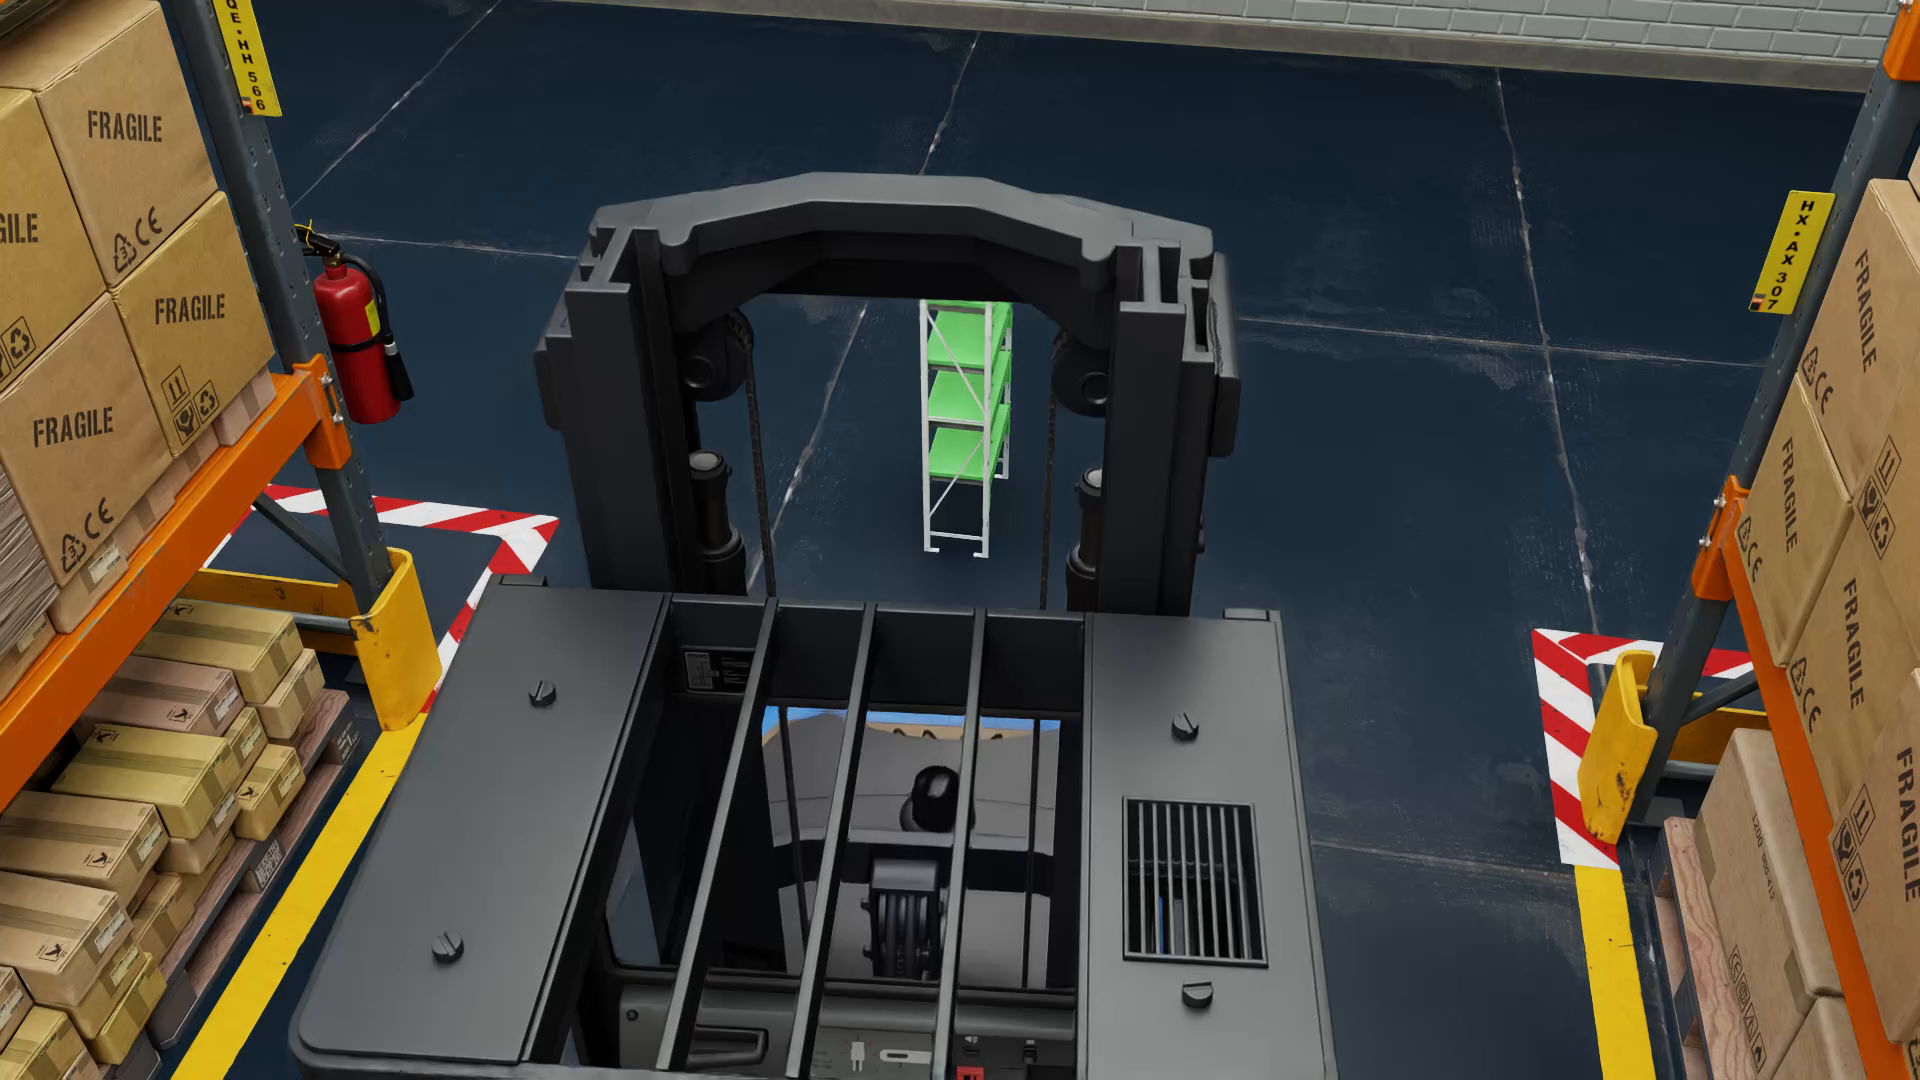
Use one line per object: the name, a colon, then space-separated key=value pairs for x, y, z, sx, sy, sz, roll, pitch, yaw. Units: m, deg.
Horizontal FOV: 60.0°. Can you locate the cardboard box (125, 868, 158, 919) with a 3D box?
cardboard box: x=-2.403 y=0.930 z=4.446 sx=0.380 sy=0.149 sz=0.250 roll=6 pitch=40 yaw=7

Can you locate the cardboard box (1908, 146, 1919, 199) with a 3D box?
cardboard box: x=2.202 y=-0.738 z=3.416 sx=0.380 sy=0.149 sz=0.250 roll=7 pitch=40 yaw=9

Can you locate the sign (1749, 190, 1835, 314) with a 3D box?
sign: x=1.990 y=-0.685 z=3.983 sx=0.100 sy=0.325 sz=0.005 roll=6 pitch=40 yaw=8

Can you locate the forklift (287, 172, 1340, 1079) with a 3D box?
forklift: x=-0.129 y=1.055 z=2.674 sx=1.130 sy=2.935 sz=3.031 roll=3 pitch=40 yaw=3

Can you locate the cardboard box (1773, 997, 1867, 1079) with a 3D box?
cardboard box: x=2.370 y=1.570 z=3.678 sx=0.875 sy=0.438 sz=0.875 roll=7 pitch=40 yaw=9

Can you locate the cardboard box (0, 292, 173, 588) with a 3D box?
cardboard box: x=-2.275 y=-0.259 z=3.897 sx=0.500 sy=0.500 sz=0.500 roll=6 pitch=40 yaw=7

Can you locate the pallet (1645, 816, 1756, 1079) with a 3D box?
pallet: x=2.475 y=1.329 z=4.477 sx=1.003 sy=0.211 sz=1.213 roll=6 pitch=40 yaw=8

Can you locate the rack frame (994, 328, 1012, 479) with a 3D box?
rack frame: x=0.071 y=-0.719 z=6.179 sx=0.240 sy=1.200 sz=0.015 roll=6 pitch=40 yaw=8

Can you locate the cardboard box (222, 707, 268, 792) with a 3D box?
cardboard box: x=-2.265 y=0.604 z=4.839 sx=0.380 sy=0.149 sz=0.250 roll=6 pitch=40 yaw=7

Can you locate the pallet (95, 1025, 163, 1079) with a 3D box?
pallet: x=-2.759 y=1.653 z=4.085 sx=1.003 sy=0.211 sz=1.213 roll=6 pitch=40 yaw=8

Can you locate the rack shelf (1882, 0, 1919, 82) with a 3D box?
rack shelf: x=2.190 y=0.120 z=1.961 sx=1.077 sy=0.370 sz=4.000 roll=6 pitch=40 yaw=8

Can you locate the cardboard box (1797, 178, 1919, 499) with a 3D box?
cardboard box: x=2.172 y=-0.410 z=3.529 sx=0.500 sy=0.500 sz=0.500 roll=6 pitch=40 yaw=7

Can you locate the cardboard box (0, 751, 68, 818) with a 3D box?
cardboard box: x=-2.759 y=0.713 z=4.708 sx=0.380 sy=0.149 sz=0.250 roll=7 pitch=40 yaw=8

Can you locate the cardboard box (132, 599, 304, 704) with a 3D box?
cardboard box: x=-2.199 y=0.329 z=4.939 sx=0.380 sy=0.149 sz=0.250 roll=7 pitch=40 yaw=8

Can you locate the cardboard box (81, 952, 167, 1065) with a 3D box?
cardboard box: x=-2.330 y=1.204 z=4.348 sx=0.380 sy=0.149 sz=0.250 roll=5 pitch=40 yaw=6

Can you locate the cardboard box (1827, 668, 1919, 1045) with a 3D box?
cardboard box: x=2.004 y=0.613 z=3.077 sx=0.500 sy=0.500 sz=0.500 roll=6 pitch=40 yaw=7

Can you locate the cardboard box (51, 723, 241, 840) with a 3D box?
cardboard box: x=-2.219 y=0.657 z=4.542 sx=0.380 sy=0.149 sz=0.250 roll=6 pitch=40 yaw=7

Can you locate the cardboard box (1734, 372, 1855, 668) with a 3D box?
cardboard box: x=2.170 y=-0.025 z=3.848 sx=0.500 sy=0.500 sz=0.500 roll=6 pitch=40 yaw=7

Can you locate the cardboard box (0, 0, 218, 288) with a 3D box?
cardboard box: x=-2.191 y=-0.963 z=3.964 sx=0.500 sy=0.500 sz=0.500 roll=6 pitch=40 yaw=7

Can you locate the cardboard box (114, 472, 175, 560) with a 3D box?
cardboard box: x=-2.243 y=-0.095 z=4.208 sx=0.380 sy=0.149 sz=0.250 roll=6 pitch=40 yaw=7

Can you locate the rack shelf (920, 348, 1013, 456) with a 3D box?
rack shelf: x=0.029 y=-0.517 z=6.034 sx=0.258 sy=0.148 sz=0.480 roll=6 pitch=40 yaw=8

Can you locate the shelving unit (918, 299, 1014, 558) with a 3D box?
shelving unit: x=0.029 y=-0.566 z=5.993 sx=0.258 sy=1.200 sz=0.503 roll=6 pitch=40 yaw=8

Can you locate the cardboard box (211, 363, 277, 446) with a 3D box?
cardboard box: x=-2.135 y=-0.406 z=4.584 sx=0.380 sy=0.149 sz=0.250 roll=6 pitch=40 yaw=8

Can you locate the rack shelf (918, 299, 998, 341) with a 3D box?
rack shelf: x=0.029 y=-0.887 z=5.728 sx=0.258 sy=0.148 sz=0.480 roll=6 pitch=40 yaw=8

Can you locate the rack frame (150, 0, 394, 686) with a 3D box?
rack frame: x=-2.357 y=-0.739 z=4.789 sx=1.000 sy=3.000 sz=0.127 roll=6 pitch=40 yaw=8

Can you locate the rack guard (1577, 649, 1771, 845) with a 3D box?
rack guard: x=2.540 y=0.692 z=5.021 sx=1.175 sy=0.500 sz=0.348 roll=6 pitch=40 yaw=8

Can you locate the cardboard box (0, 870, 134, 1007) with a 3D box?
cardboard box: x=-2.318 y=0.987 z=4.143 sx=0.380 sy=0.149 sz=0.250 roll=8 pitch=40 yaw=9

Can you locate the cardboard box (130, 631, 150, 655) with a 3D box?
cardboard box: x=-2.700 y=0.384 z=5.106 sx=0.380 sy=0.149 sz=0.250 roll=8 pitch=40 yaw=10

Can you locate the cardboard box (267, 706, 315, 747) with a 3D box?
cardboard box: x=-2.243 y=0.552 z=5.137 sx=0.380 sy=0.149 sz=0.250 roll=7 pitch=40 yaw=8

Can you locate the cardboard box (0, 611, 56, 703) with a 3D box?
cardboard box: x=-2.339 y=0.230 z=3.815 sx=0.380 sy=0.149 sz=0.250 roll=5 pitch=40 yaw=6

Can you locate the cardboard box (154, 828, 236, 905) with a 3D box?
cardboard box: x=-2.318 y=0.880 z=4.739 sx=0.380 sy=0.149 sz=0.250 roll=6 pitch=40 yaw=7

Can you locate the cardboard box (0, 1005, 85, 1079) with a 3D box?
cardboard box: x=-2.395 y=1.258 z=4.049 sx=0.380 sy=0.149 sz=0.250 roll=8 pitch=40 yaw=10
